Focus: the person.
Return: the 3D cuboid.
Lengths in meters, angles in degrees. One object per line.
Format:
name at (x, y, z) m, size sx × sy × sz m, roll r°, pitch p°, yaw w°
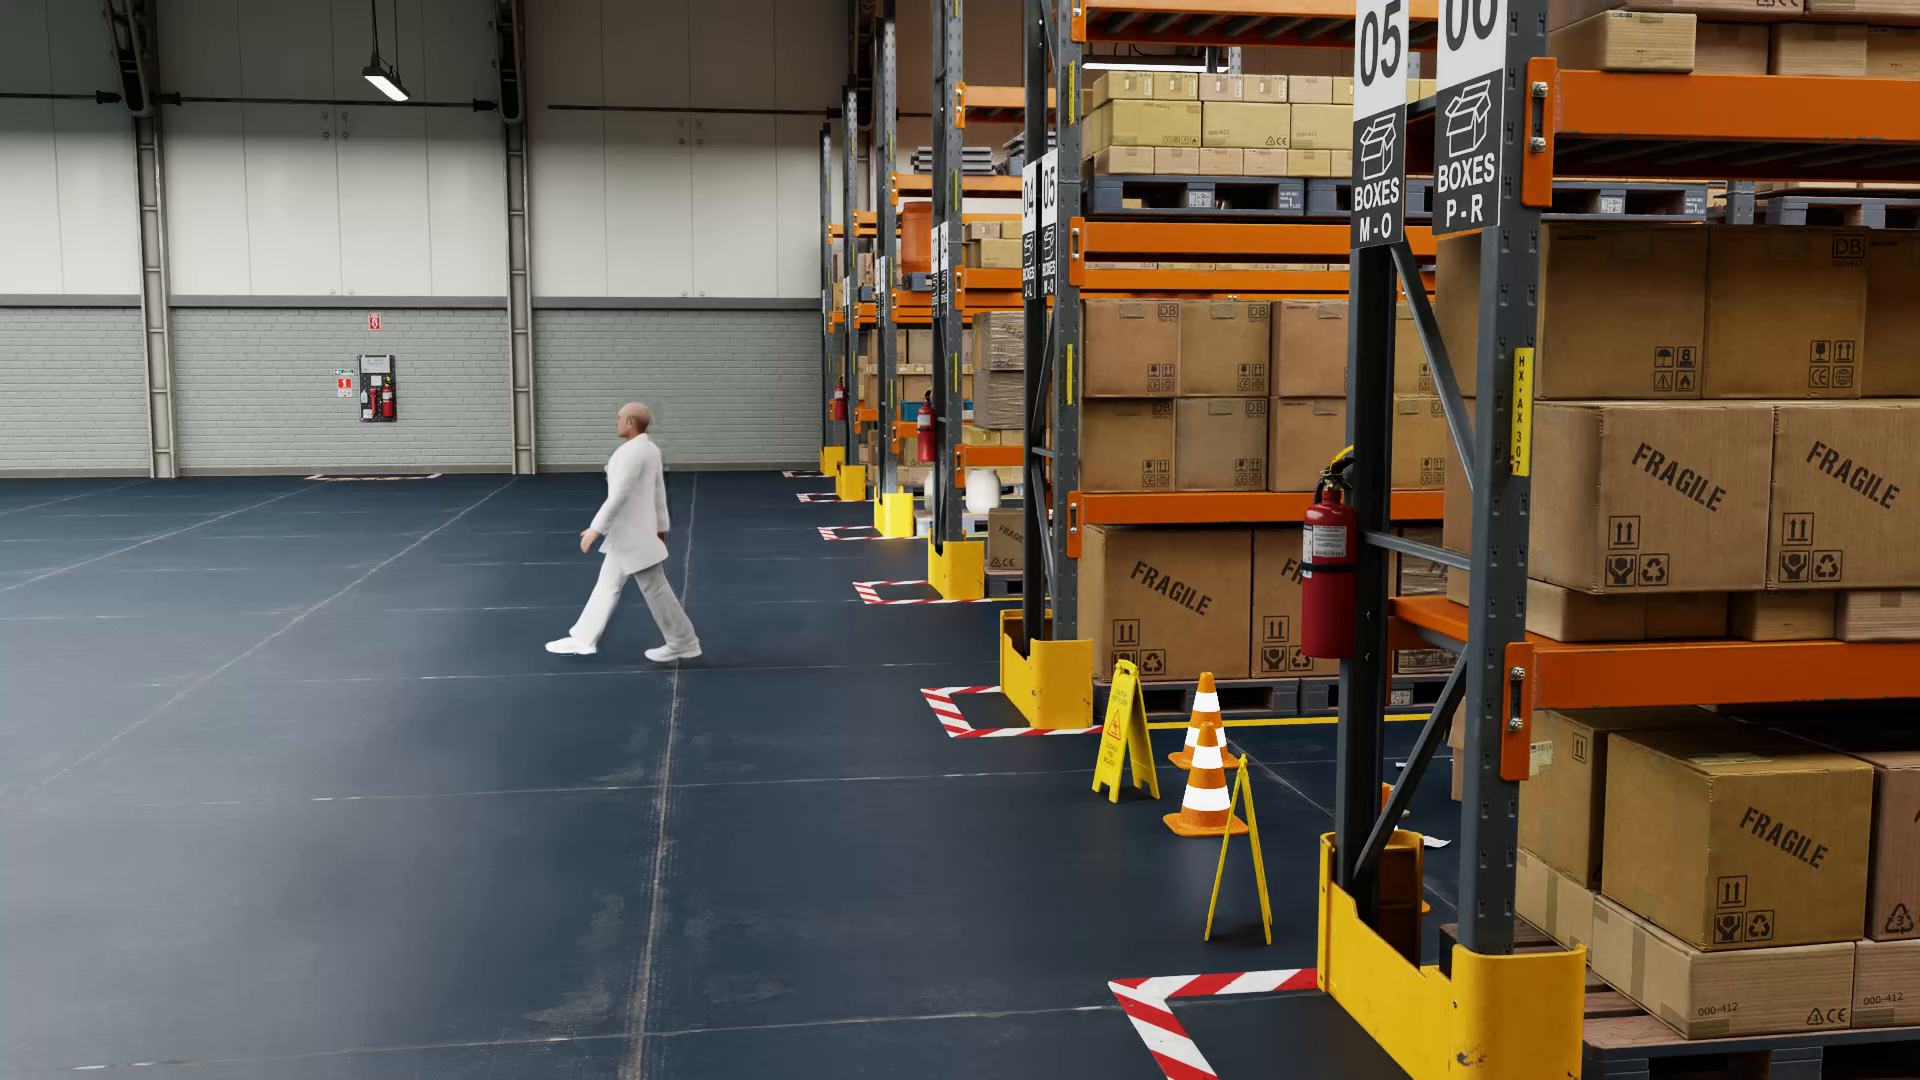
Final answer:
person at (-2.281, -0.054, 11.104) m, size 1.096 × 1.727 × 0.607 m, roll 0°, pitch 6°, yaw 1°
